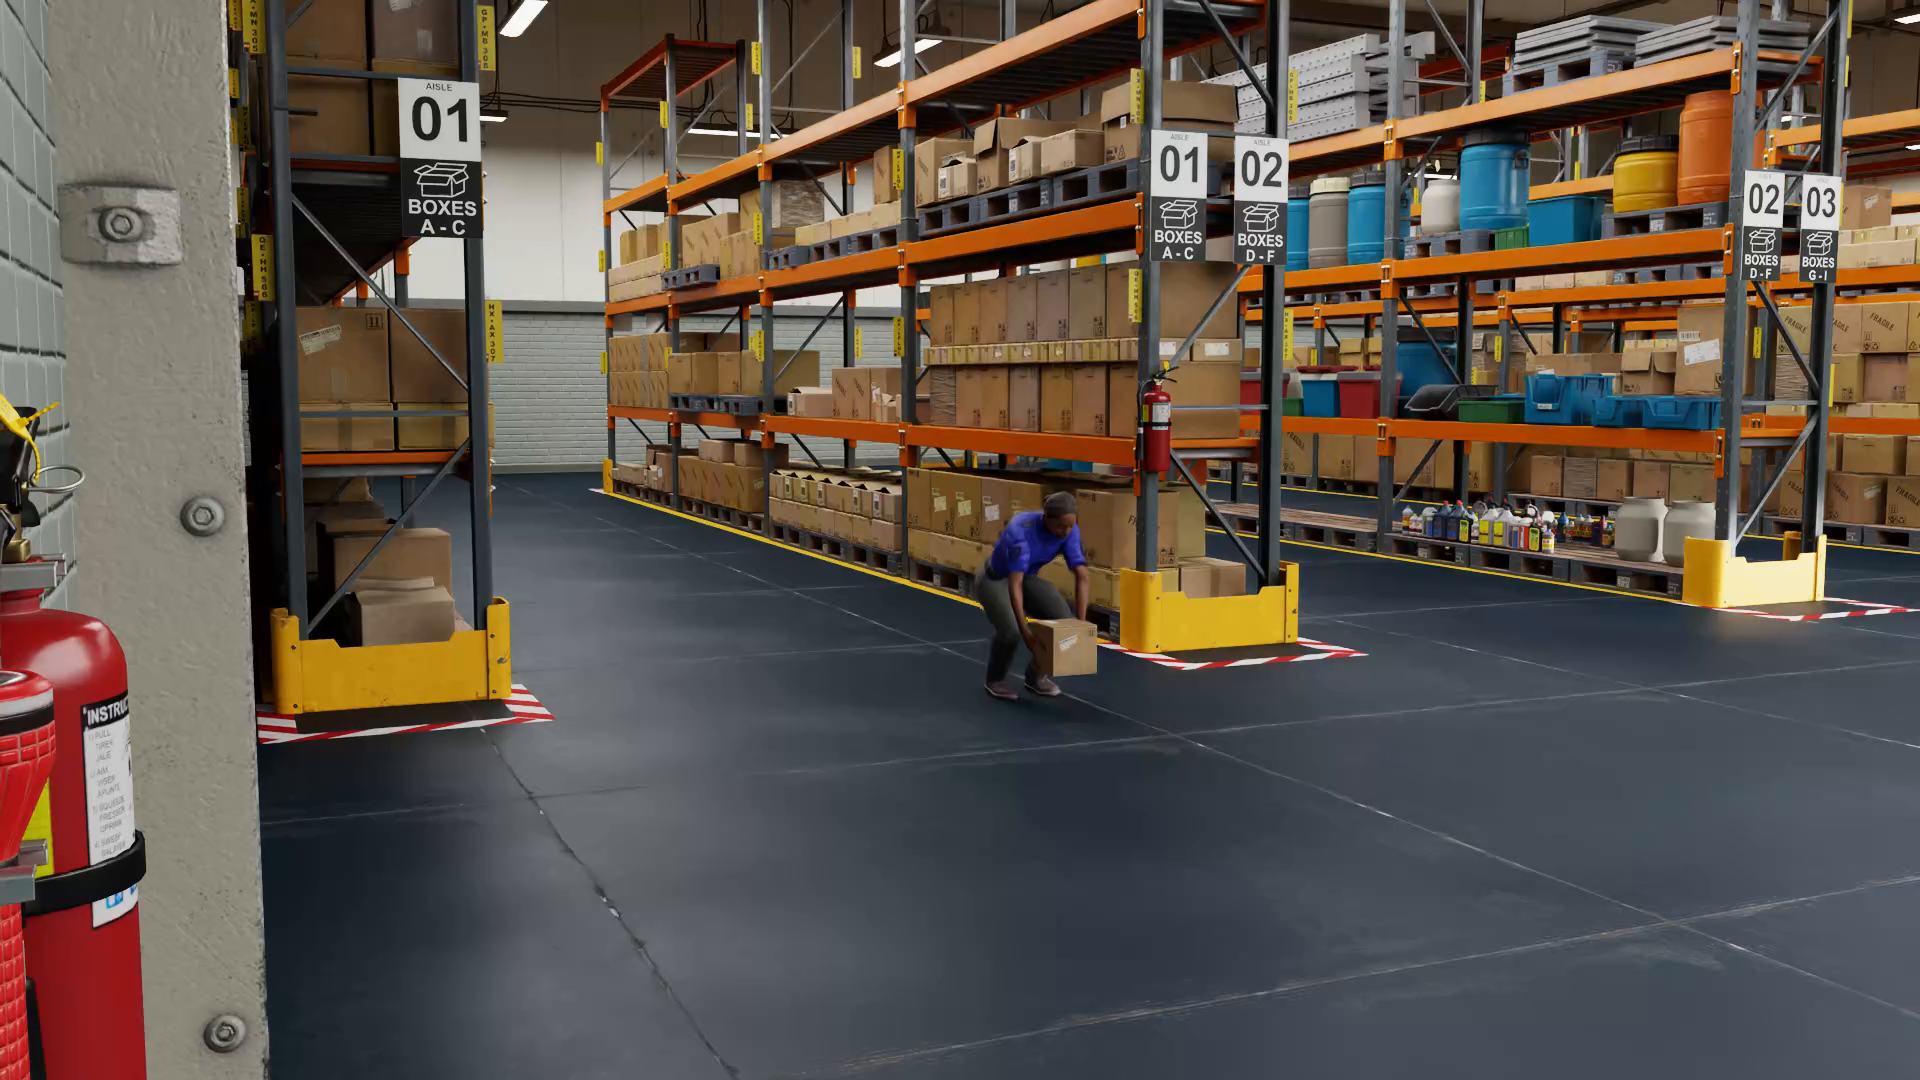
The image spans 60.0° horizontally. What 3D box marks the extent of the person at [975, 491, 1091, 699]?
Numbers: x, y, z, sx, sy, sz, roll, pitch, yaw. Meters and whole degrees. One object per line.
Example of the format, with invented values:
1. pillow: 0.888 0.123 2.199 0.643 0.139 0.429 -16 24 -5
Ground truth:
1. person: 0.393 0.283 8.843 0.498 1.117 0.740 -2 6 -24
